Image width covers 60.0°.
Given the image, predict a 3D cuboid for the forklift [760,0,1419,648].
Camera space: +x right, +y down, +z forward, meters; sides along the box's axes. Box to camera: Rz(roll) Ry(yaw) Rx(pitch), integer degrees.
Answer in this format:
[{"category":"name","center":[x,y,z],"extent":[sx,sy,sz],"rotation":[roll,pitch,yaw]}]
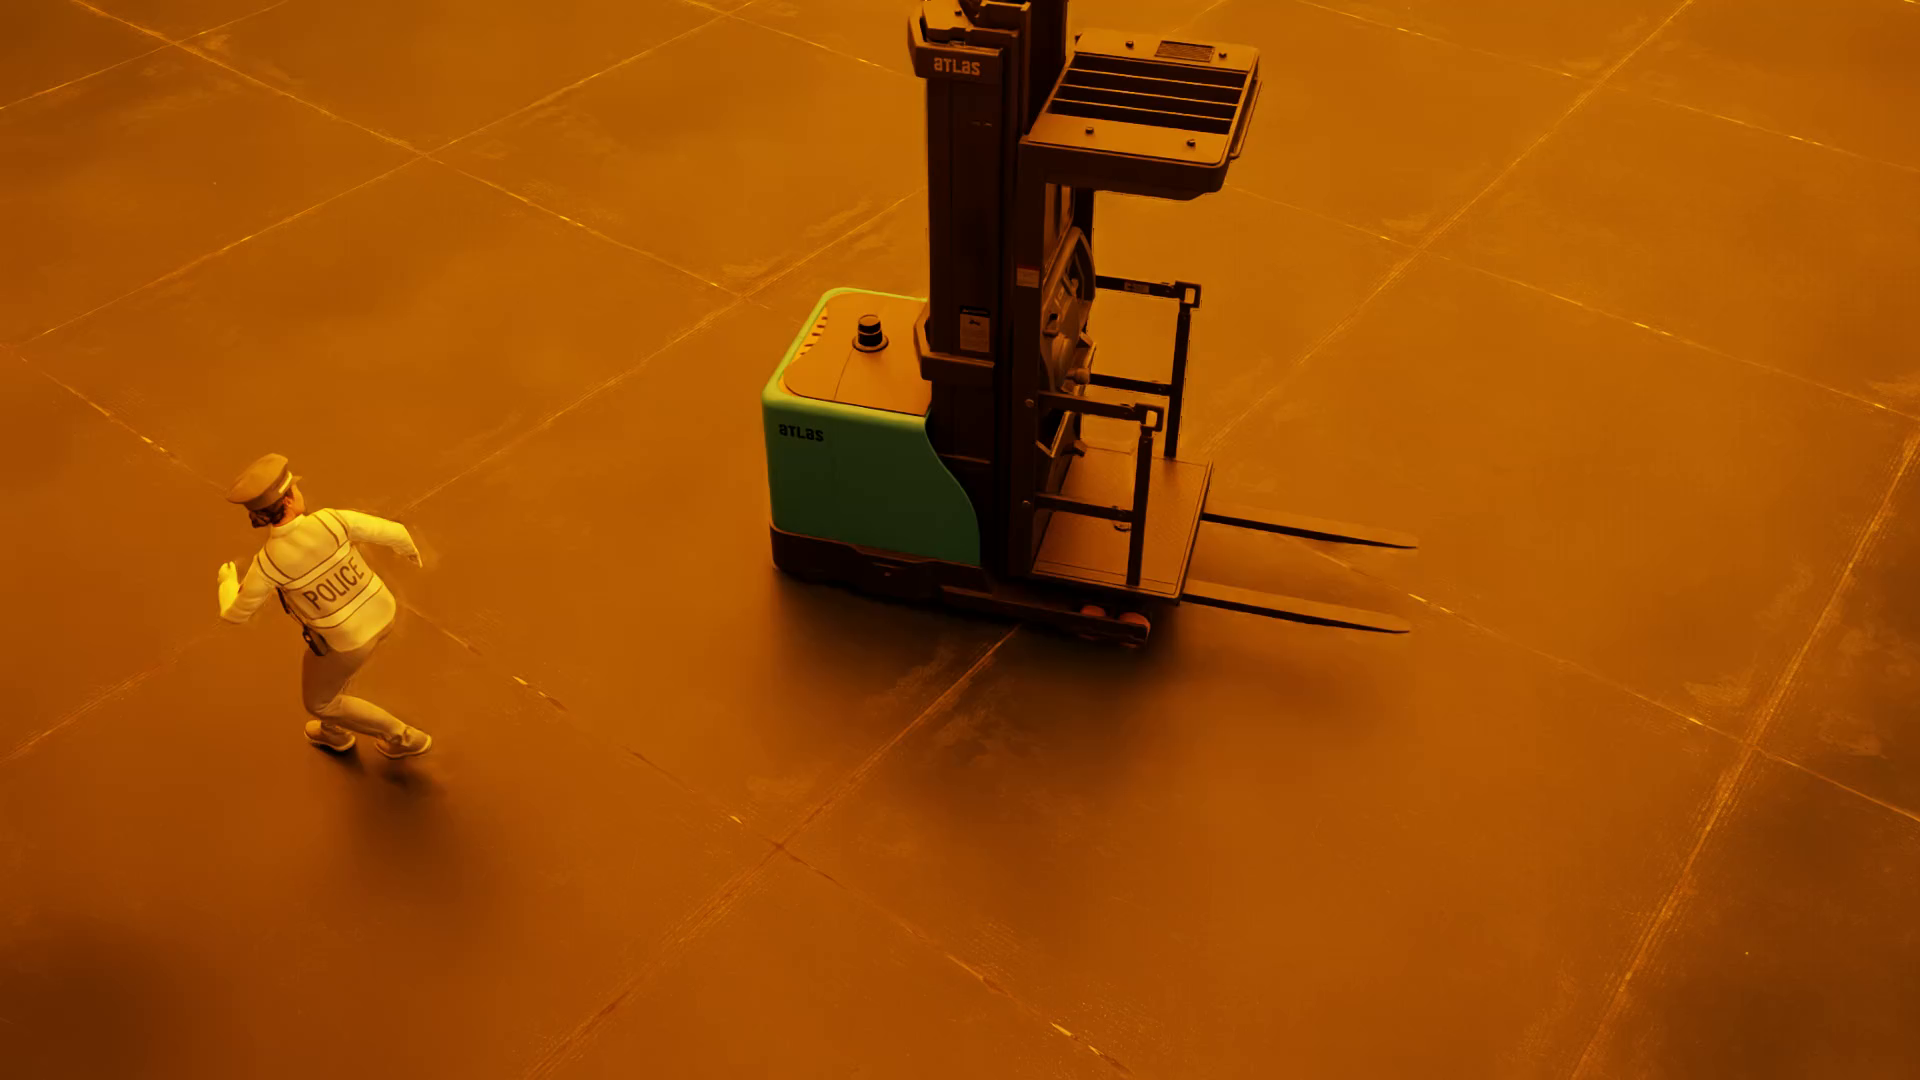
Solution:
[{"category":"forklift","center":[0.659,-0.999,7.245],"extent":[3.031,2.935,1.130],"rotation":[10,41,12]}]

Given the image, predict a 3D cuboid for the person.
[{"category":"person","center":[-2.593,0.256,6.851],"extent":[0.802,1.552,0.814],"rotation":[20,44,22]}]
